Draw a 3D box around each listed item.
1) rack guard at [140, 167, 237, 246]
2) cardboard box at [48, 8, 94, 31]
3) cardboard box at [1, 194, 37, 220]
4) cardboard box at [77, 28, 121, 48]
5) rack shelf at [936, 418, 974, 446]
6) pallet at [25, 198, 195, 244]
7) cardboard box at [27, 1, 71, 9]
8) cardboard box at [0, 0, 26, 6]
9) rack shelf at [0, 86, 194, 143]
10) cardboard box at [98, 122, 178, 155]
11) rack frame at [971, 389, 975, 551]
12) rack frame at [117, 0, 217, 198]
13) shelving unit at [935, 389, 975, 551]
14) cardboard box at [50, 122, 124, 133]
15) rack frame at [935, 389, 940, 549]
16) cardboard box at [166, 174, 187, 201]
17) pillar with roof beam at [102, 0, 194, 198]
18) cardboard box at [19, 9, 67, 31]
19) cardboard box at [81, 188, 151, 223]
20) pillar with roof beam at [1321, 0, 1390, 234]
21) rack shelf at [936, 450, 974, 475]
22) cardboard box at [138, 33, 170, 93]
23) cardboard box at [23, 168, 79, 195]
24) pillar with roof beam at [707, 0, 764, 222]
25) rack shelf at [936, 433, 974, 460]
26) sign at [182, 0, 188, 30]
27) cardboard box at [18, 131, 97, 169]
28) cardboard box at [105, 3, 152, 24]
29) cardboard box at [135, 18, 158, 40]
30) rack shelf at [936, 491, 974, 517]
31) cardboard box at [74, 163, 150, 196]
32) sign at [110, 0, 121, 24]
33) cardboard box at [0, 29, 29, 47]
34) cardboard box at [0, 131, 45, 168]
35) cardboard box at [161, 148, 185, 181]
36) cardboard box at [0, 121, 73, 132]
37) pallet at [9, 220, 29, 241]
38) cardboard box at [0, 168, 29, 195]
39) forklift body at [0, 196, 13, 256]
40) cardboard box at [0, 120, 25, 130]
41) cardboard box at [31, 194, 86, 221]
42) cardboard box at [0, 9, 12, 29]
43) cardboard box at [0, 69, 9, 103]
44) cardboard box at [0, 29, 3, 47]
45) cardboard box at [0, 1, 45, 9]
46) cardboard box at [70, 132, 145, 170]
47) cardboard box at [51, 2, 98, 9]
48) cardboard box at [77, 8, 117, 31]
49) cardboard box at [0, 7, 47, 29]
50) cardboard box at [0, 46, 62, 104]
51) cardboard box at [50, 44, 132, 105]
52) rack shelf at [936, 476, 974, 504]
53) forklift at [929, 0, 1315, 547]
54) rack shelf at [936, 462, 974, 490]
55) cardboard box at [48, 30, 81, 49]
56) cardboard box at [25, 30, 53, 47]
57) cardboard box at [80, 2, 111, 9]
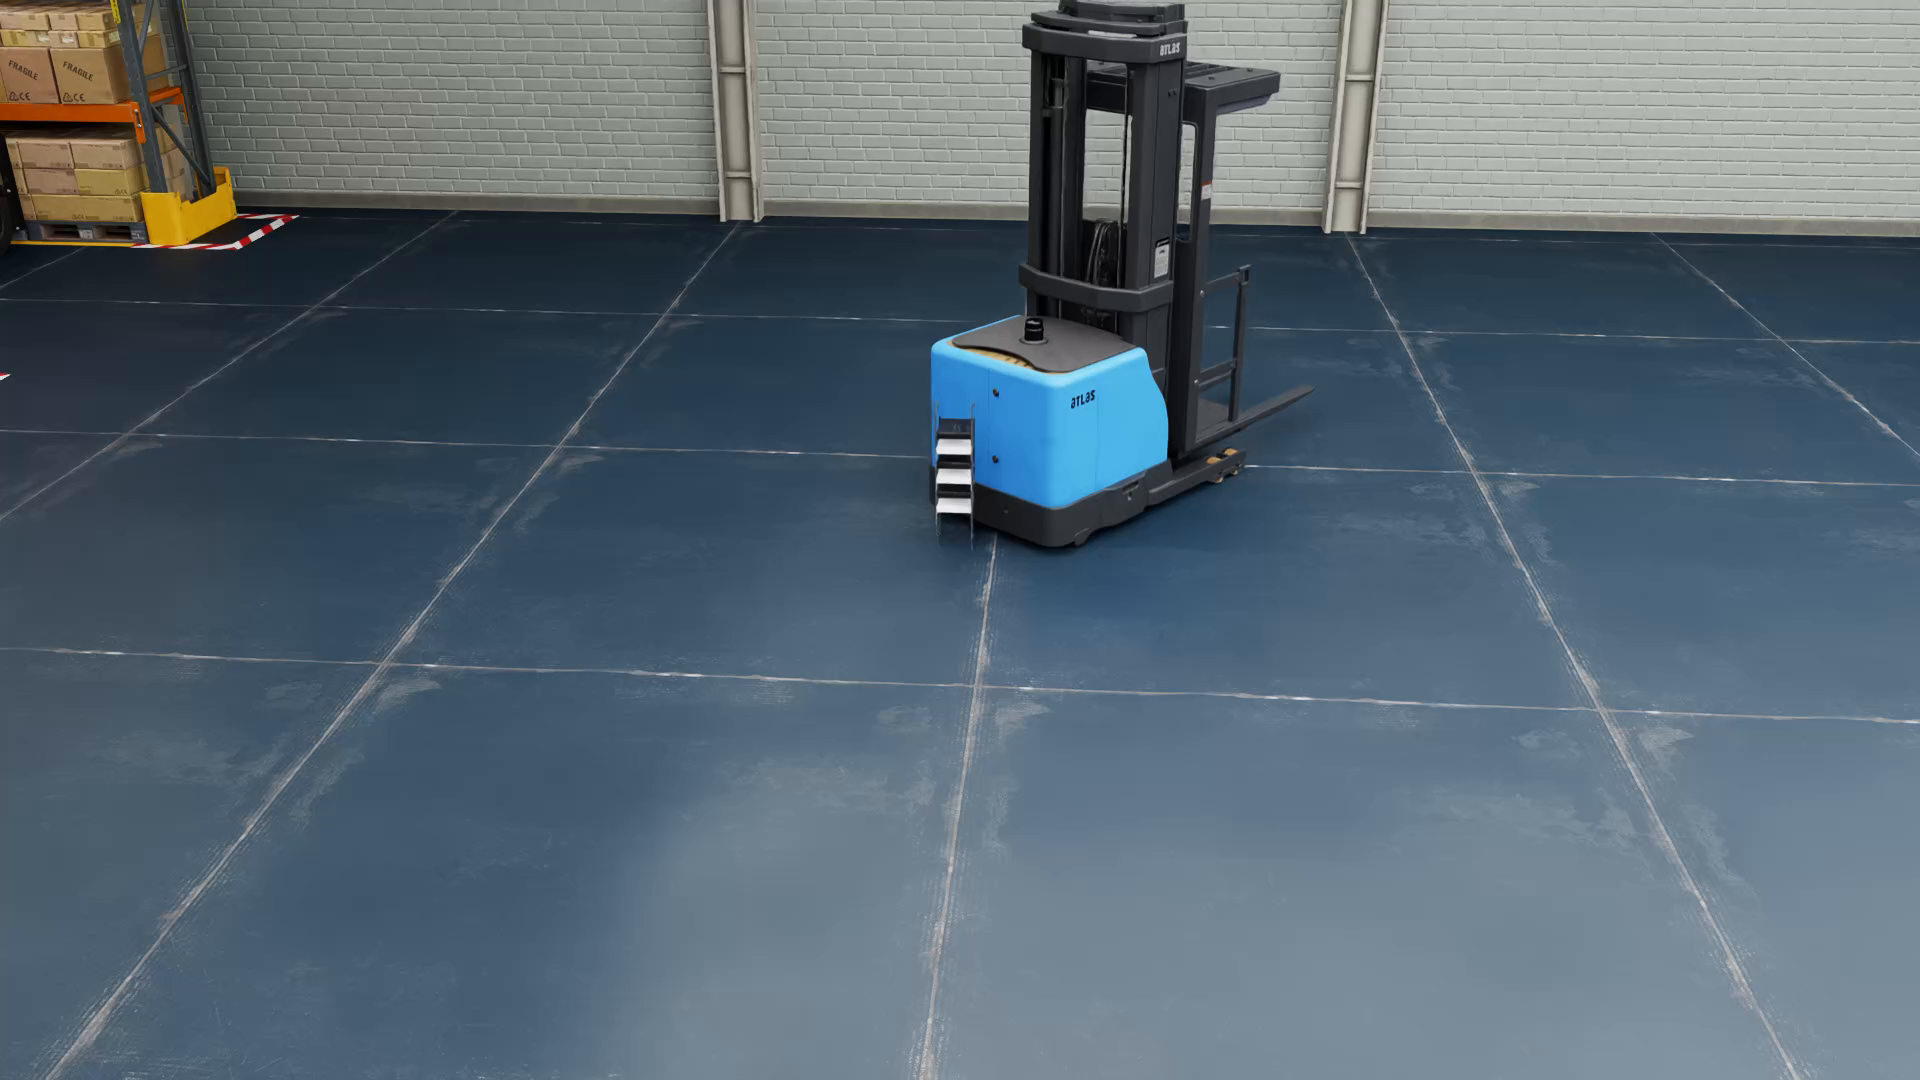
[{"bbox_3d":[-7.535,-3.278,16.276,0.348,0.500,1.175,2,25,4],"label":"rack guard"},{"bbox_3d":[-8.180,-4.808,15.360,0.250,0.149,0.380,2,25,4],"label":"cardboard box"},{"bbox_3d":[-9.044,-3.279,16.075,0.500,0.250,0.500,2,25,5],"label":"cardboard box"},{"bbox_3d":[-7.926,-4.649,15.369,0.250,0.149,0.380,2,25,5],"label":"cardboard box"},{"bbox_3d":[-0.026,-0.616,9.445,0.200,0.077,0.258,2,25,4],"label":"rack shelf"},{"bbox_3d":[-8.324,-3.155,16.354,1.213,0.211,1.003,2,25,4],"label":"pallet"},{"bbox_3d":[-8.645,-5.029,15.839,0.250,0.149,0.380,2,25,4],"label":"cardboard box"},{"bbox_3d":[-9.164,-5.076,15.942,0.250,0.149,0.380,1,25,3],"label":"cardboard box"},{"bbox_3d":[-9.553,-4.152,16.045,4.000,0.370,1.077,2,25,4],"label":"rack shelf"},{"bbox_3d":[-8.023,-3.905,16.238,0.500,0.250,0.500,1,25,3],"label":"cardboard box"},{"bbox_3d":[0.075,-0.398,9.538,0.006,0.900,0.240,2,25,4],"label":"rack frame"},{"bbox_3d":[-7.559,-4.415,15.756,0.127,3.000,1.000,2,25,4],"label":"rack frame"},{"bbox_3d":[-0.026,-0.401,9.544,0.210,0.900,0.258,2,25,4],"label":"shelving unit"},{"bbox_3d":[-8.522,-3.919,16.270,0.500,0.250,0.500,2,25,4],"label":"cardboard box"},{"bbox_3d":[-0.128,-0.404,9.551,0.006,0.900,0.240,2,25,4],"label":"rack frame"},{"bbox_3d":[-8.033,-3.453,16.454,0.500,0.250,0.500,2,25,4],"label":"cardboard box"},{"bbox_3d":[-8.513,-5.744,11.467,0.400,9.000,9.100,2,25,4],"label":"pillar with roof beam"},{"bbox_3d":[-8.443,-4.805,15.354,0.250,0.149,0.380,2,25,5],"label":"cardboard box"},{"bbox_3d":[-8.051,-3.240,15.989,0.500,0.250,0.500,2,25,4],"label":"cardboard box"},{"bbox_3d":[3.451,-5.360,10.632,0.400,9.000,9.100,2,25,4],"label":"pillar with roof beam"},{"bbox_3d":[-0.026,-0.452,9.520,0.200,0.077,0.258,2,25,4],"label":"rack shelf"},{"bbox_3d":[-8.031,-4.592,16.021,0.500,0.500,0.500,3,25,6],"label":"cardboard box"},{"bbox_3d":[-8.567,-3.489,15.933,0.500,0.250,0.500,2,25,3],"label":"cardboard box"},{"bbox_3d":[-2.531,-5.552,11.050,0.400,9.000,9.100,2,25,4],"label":"pillar with roof beam"},{"bbox_3d":[-0.026,-0.534,9.483,0.200,0.077,0.258,2,25,4],"label":"rack shelf"},{"bbox_3d":[-7.510,-5.075,16.060,0.005,0.325,0.100,2,25,4],"label":"sign"},{"bbox_3d":[-8.551,-3.709,15.813,0.500,0.250,0.500,2,25,5],"label":"cardboard box"},{"bbox_3d":[-7.877,-4.990,15.754,0.250,0.149,0.380,1,25,3],"label":"cardboard box"},{"bbox_3d":[-7.877,-4.874,15.858,0.250,0.149,0.380,1,25,3],"label":"cardboard box"},{"bbox_3d":[-0.026,-0.207,9.634,0.200,0.077,0.258,2,25,4],"label":"rack shelf"},{"bbox_3d":[-8.068,-3.469,15.889,0.500,0.250,0.500,2,25,3],"label":"cardboard box"},{"bbox_3d":[-7.614,-4.822,14.974,0.005,0.325,0.100,2,25,4],"label":"sign"},{"bbox_3d":[-8.683,-4.691,15.461,0.250,0.149,0.380,2,25,4],"label":"cardboard box"},{"bbox_3d":[-9.055,-3.721,15.839,0.500,0.250,0.500,2,25,5],"label":"cardboard box"},{"bbox_3d":[-8.011,-3.685,16.359,0.500,0.250,0.500,2,25,5],"label":"cardboard box"},{"bbox_3d":[-9.020,-3.940,16.314,0.500,0.250,0.500,2,25,4],"label":"cardboard box"},{"bbox_3d":[-9.537,-3.195,16.441,1.213,0.211,1.003,2,25,4],"label":"pallet"},{"bbox_3d":[-9.083,-3.497,15.950,0.500,0.250,0.500,1,25,3],"label":"cardboard box"},{"bbox_3d":[-9.589,-3.329,14.412,1.214,2.155,2.313,2,25,4],"label":"forklift body"},{"bbox_3d":[-9.530,-3.959,16.356,0.500,0.250,0.500,1,25,3],"label":"cardboard box"},{"bbox_3d":[-8.546,-3.259,16.032,0.500,0.250,0.500,2,25,4],"label":"cardboard box"},{"bbox_3d":[-8.954,-4.807,15.356,0.250,0.149,0.380,2,25,5],"label":"cardboard box"},{"bbox_3d":[-9.097,-4.403,15.611,0.500,0.500,0.500,1,25,3],"label":"cardboard box"},{"bbox_3d":[-8.953,-4.680,15.437,0.250,0.149,0.380,1,25,2],"label":"cardboard box"},{"bbox_3d":[-8.910,-5.027,15.834,0.250,0.149,0.380,3,25,6],"label":"cardboard box"},{"bbox_3d":[-8.042,-3.695,15.783,0.500,0.250,0.500,3,25,6],"label":"cardboard box"},{"bbox_3d":[-8.400,-5.015,15.808,0.250,0.149,0.380,2,25,5],"label":"cardboard box"},{"bbox_3d":[-7.932,-4.813,15.371,0.250,0.149,0.380,2,25,4],"label":"cardboard box"},{"bbox_3d":[-8.686,-4.844,15.438,0.250,0.149,0.380,2,25,4],"label":"cardboard box"},{"bbox_3d":[-8.586,-4.387,15.576,0.500,0.500,0.500,3,25,6],"label":"cardboard box"},{"bbox_3d":[-8.069,-4.366,15.531,0.500,0.500,0.500,1,25,3],"label":"cardboard box"},{"bbox_3d":[-0.026,-0.289,9.596,0.200,0.077,0.258,2,25,4],"label":"rack shelf"},{"bbox_3d":[1.187,-1.819,10.197,1.130,2.935,3.031,21,32,38],"label":"forklift"},{"bbox_3d":[-0.026,-0.371,9.558,0.200,0.077,0.258,2,25,4],"label":"rack shelf"},{"bbox_3d":[-8.183,-4.645,15.360,0.250,0.149,0.380,2,25,5],"label":"cardboard box"},{"bbox_3d":[-8.437,-4.679,15.434,0.250,0.149,0.380,2,25,5],"label":"cardboard box"},{"bbox_3d":[-8.137,-5.024,15.829,0.250,0.149,0.380,3,25,6],"label":"cardboard box"}]
